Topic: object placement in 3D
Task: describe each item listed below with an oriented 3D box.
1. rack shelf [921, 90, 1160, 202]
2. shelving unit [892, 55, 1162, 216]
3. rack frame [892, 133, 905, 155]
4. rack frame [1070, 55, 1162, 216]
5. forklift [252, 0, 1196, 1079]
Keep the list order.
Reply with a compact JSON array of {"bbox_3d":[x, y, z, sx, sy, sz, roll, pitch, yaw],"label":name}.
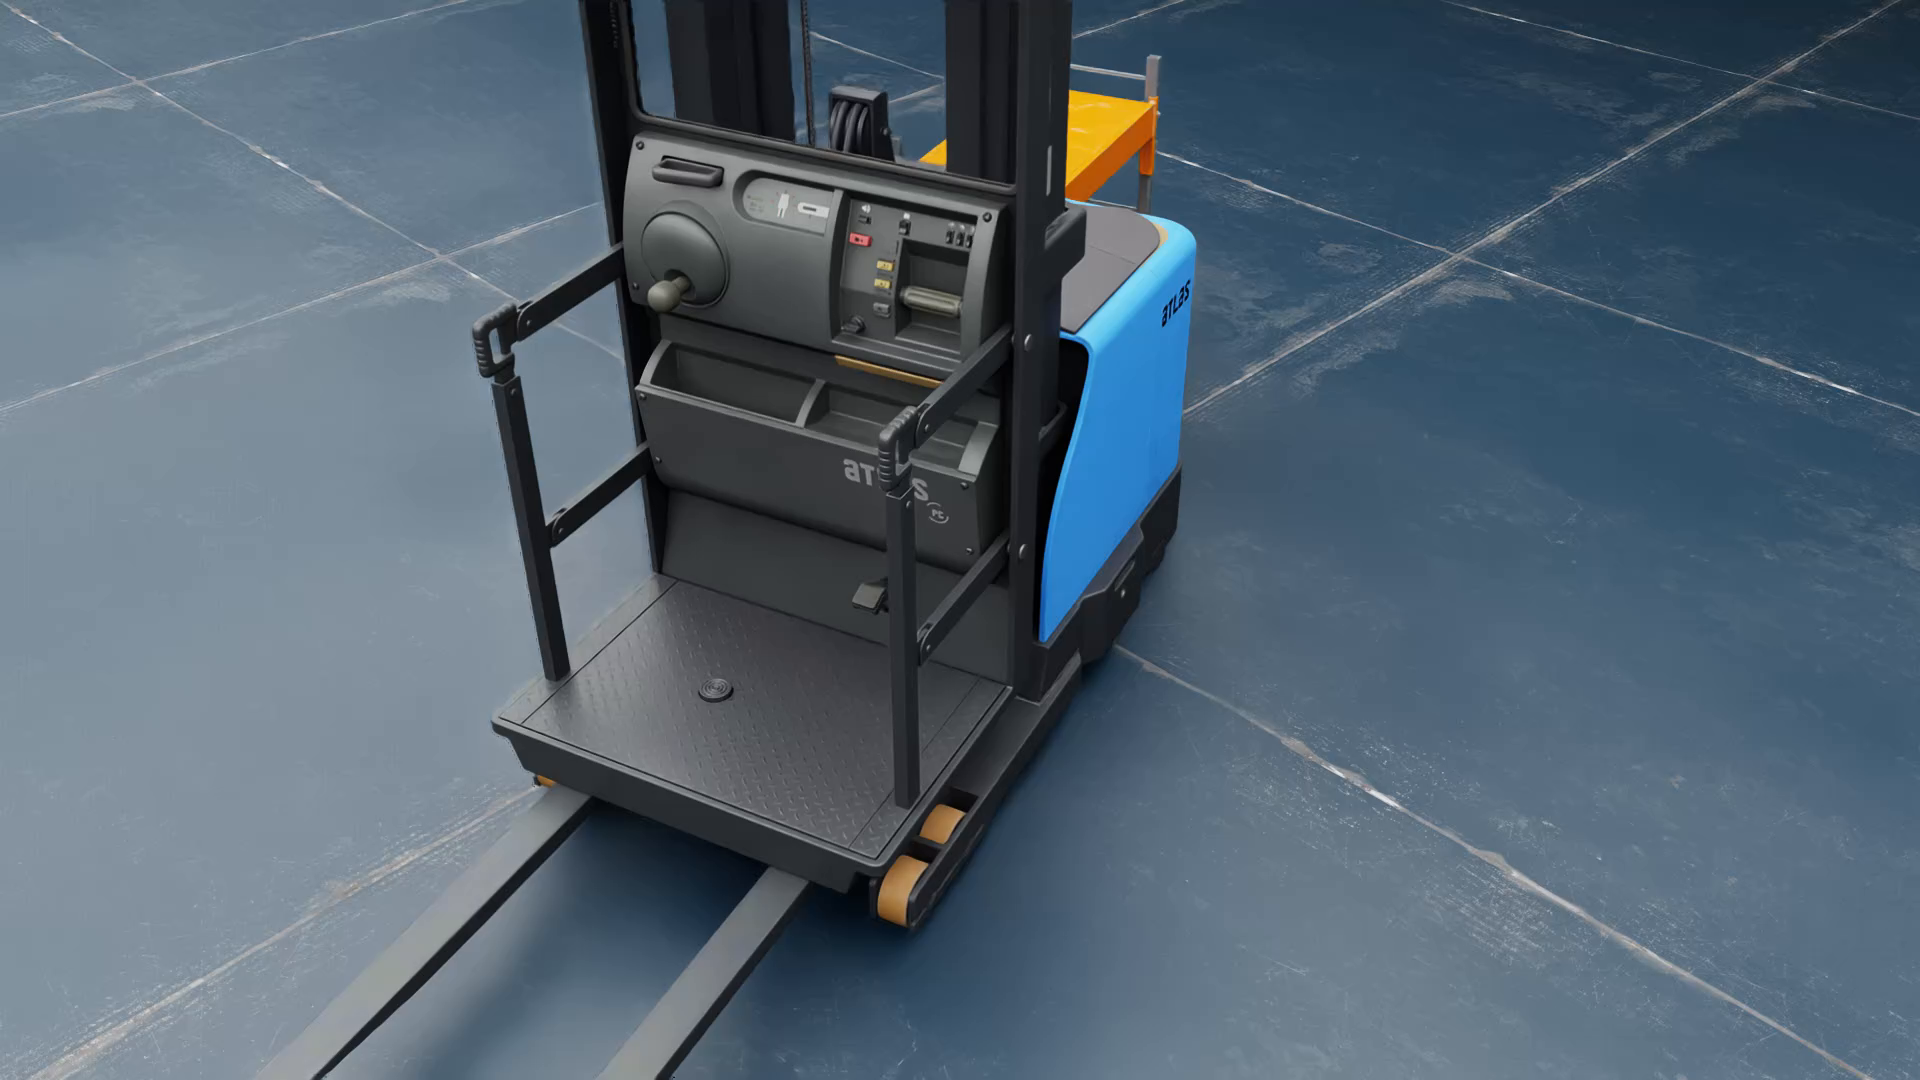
[{"bbox_3d":[0.232,-1.208,5.487,0.538,0.278,1.000,15,38,21],"label":"rack shelf"},{"bbox_3d":[0.232,-0.968,5.655,0.538,1.125,1.048,15,38,21],"label":"shelving unit"},{"bbox_3d":[0.011,-0.706,5.279,0.500,1.125,0.032,15,38,21],"label":"rack frame"},{"bbox_3d":[0.452,-1.230,6.031,0.500,1.125,0.032,15,38,21],"label":"rack frame"},{"bbox_3d":[-0.441,-0.579,3.519,1.130,2.935,3.031,16,38,22],"label":"forklift"}]
